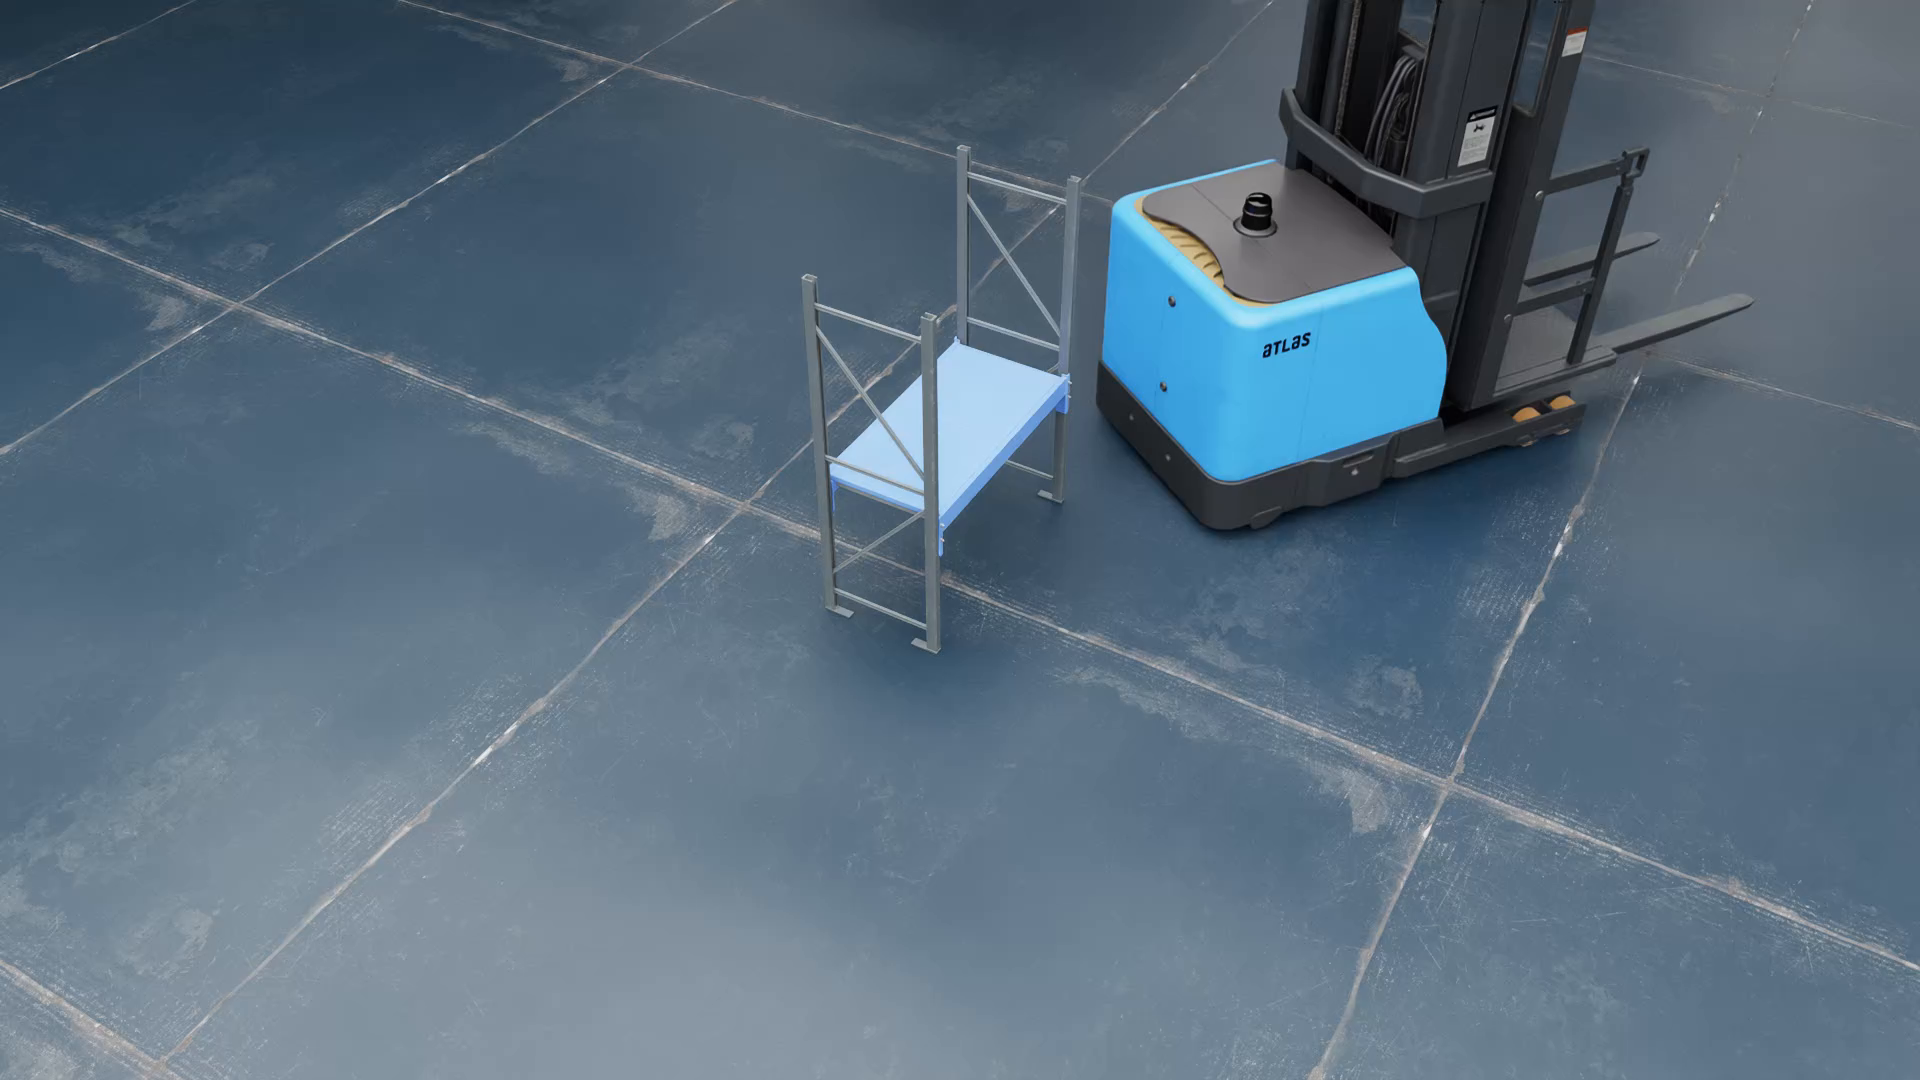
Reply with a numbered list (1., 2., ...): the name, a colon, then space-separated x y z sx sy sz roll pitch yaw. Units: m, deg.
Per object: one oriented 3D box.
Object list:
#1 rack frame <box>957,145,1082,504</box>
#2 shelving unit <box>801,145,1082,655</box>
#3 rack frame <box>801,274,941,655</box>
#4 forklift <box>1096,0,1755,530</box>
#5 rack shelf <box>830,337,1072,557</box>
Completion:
1. rack frame: 0.212 -0.805 6.529 0.500 1.500 0.032 21 45 22
2. shelving unit: -0.043 -0.514 6.199 0.538 1.500 1.048 21 45 22
3. rack frame: -0.297 -0.223 5.869 0.500 1.500 0.032 21 45 22
4. forklift: 2.156 -1.805 6.582 3.031 2.935 1.130 -17 44 -19
5. rack shelf: -0.043 -0.379 6.318 0.538 0.185 1.000 21 45 22
